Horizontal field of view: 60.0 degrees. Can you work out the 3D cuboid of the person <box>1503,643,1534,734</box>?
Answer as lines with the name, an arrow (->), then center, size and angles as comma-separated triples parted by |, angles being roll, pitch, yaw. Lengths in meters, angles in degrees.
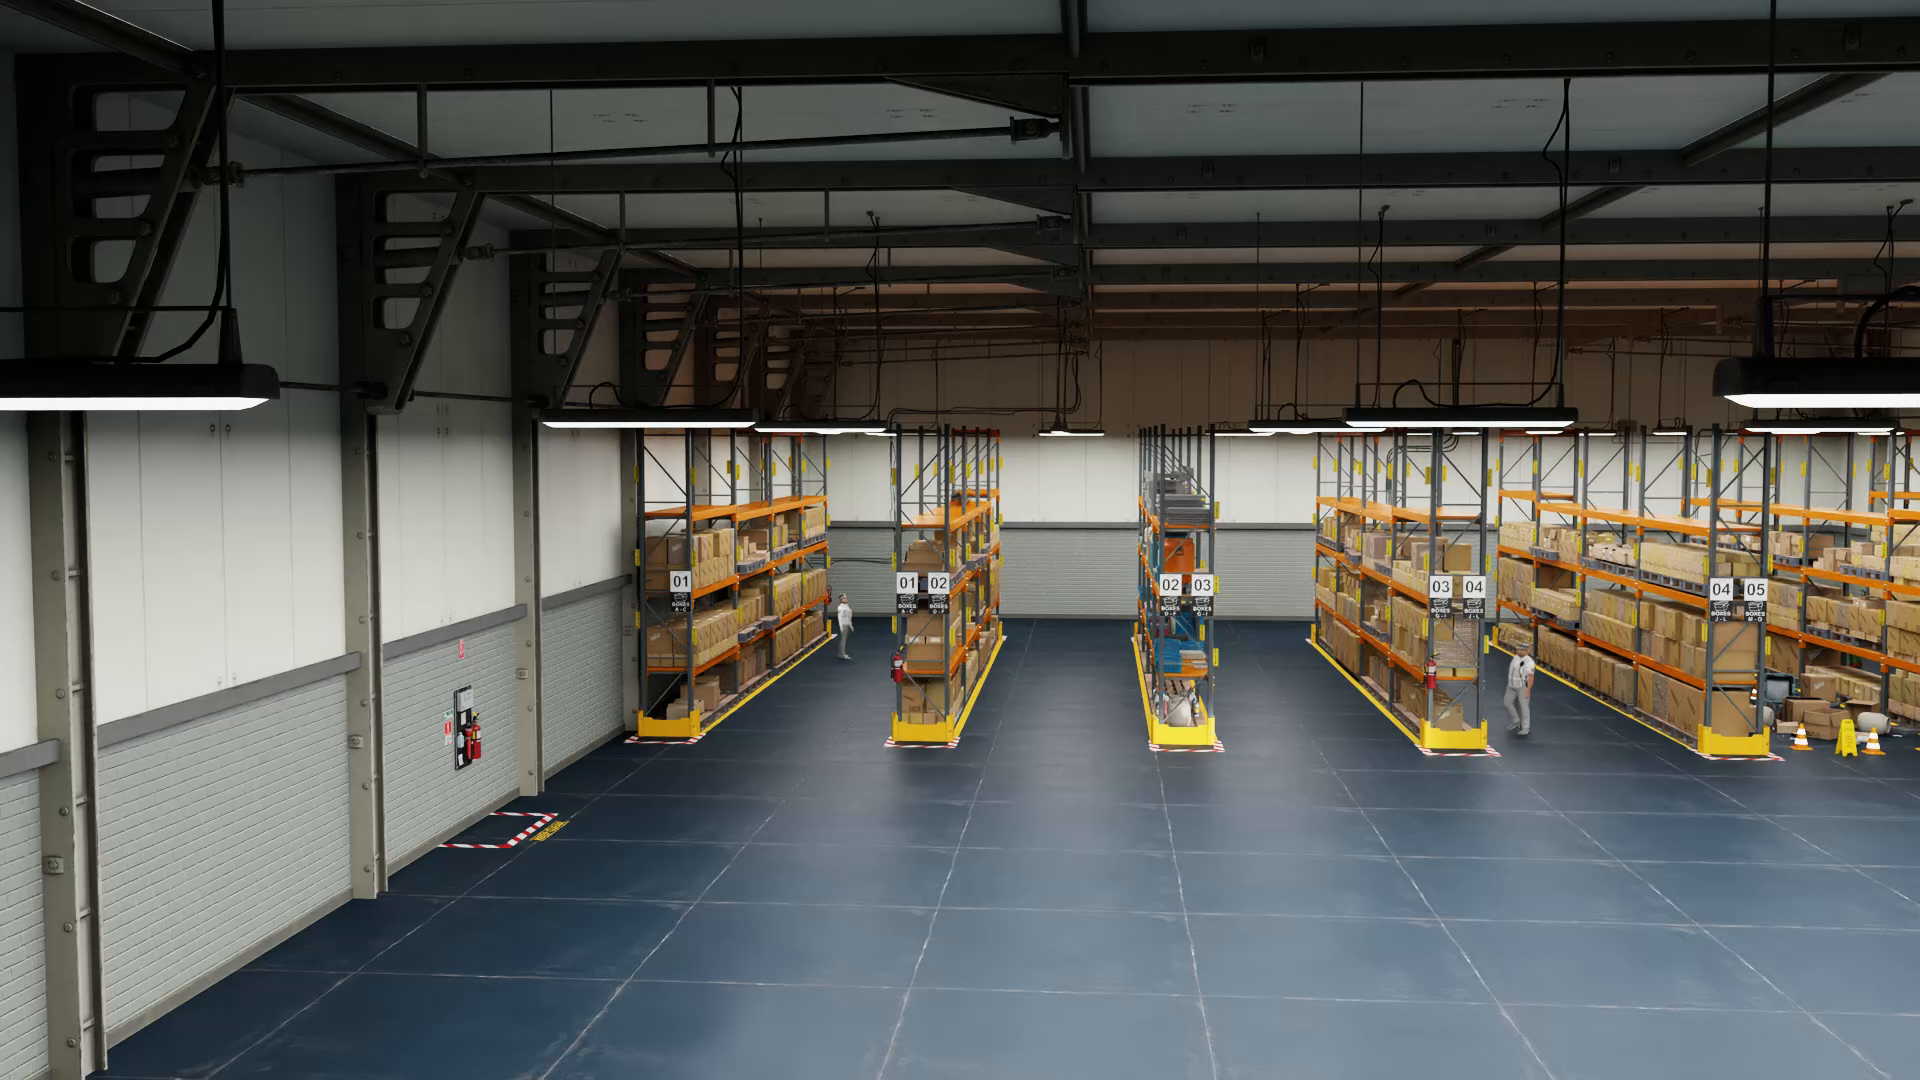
person -> 10.886, 2.884, 32.398 | 0.473, 1.779, 0.653 | -2, 4, -35

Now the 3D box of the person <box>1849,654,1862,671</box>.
person -> 21.471, 2.412, 39.897 | 0.473, 1.794, 0.612 | 3, 4, 37

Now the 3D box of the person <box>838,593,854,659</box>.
person -> -3.002, 2.234, 43.326 | 0.406, 1.696, 0.514 | 1, 4, 17
